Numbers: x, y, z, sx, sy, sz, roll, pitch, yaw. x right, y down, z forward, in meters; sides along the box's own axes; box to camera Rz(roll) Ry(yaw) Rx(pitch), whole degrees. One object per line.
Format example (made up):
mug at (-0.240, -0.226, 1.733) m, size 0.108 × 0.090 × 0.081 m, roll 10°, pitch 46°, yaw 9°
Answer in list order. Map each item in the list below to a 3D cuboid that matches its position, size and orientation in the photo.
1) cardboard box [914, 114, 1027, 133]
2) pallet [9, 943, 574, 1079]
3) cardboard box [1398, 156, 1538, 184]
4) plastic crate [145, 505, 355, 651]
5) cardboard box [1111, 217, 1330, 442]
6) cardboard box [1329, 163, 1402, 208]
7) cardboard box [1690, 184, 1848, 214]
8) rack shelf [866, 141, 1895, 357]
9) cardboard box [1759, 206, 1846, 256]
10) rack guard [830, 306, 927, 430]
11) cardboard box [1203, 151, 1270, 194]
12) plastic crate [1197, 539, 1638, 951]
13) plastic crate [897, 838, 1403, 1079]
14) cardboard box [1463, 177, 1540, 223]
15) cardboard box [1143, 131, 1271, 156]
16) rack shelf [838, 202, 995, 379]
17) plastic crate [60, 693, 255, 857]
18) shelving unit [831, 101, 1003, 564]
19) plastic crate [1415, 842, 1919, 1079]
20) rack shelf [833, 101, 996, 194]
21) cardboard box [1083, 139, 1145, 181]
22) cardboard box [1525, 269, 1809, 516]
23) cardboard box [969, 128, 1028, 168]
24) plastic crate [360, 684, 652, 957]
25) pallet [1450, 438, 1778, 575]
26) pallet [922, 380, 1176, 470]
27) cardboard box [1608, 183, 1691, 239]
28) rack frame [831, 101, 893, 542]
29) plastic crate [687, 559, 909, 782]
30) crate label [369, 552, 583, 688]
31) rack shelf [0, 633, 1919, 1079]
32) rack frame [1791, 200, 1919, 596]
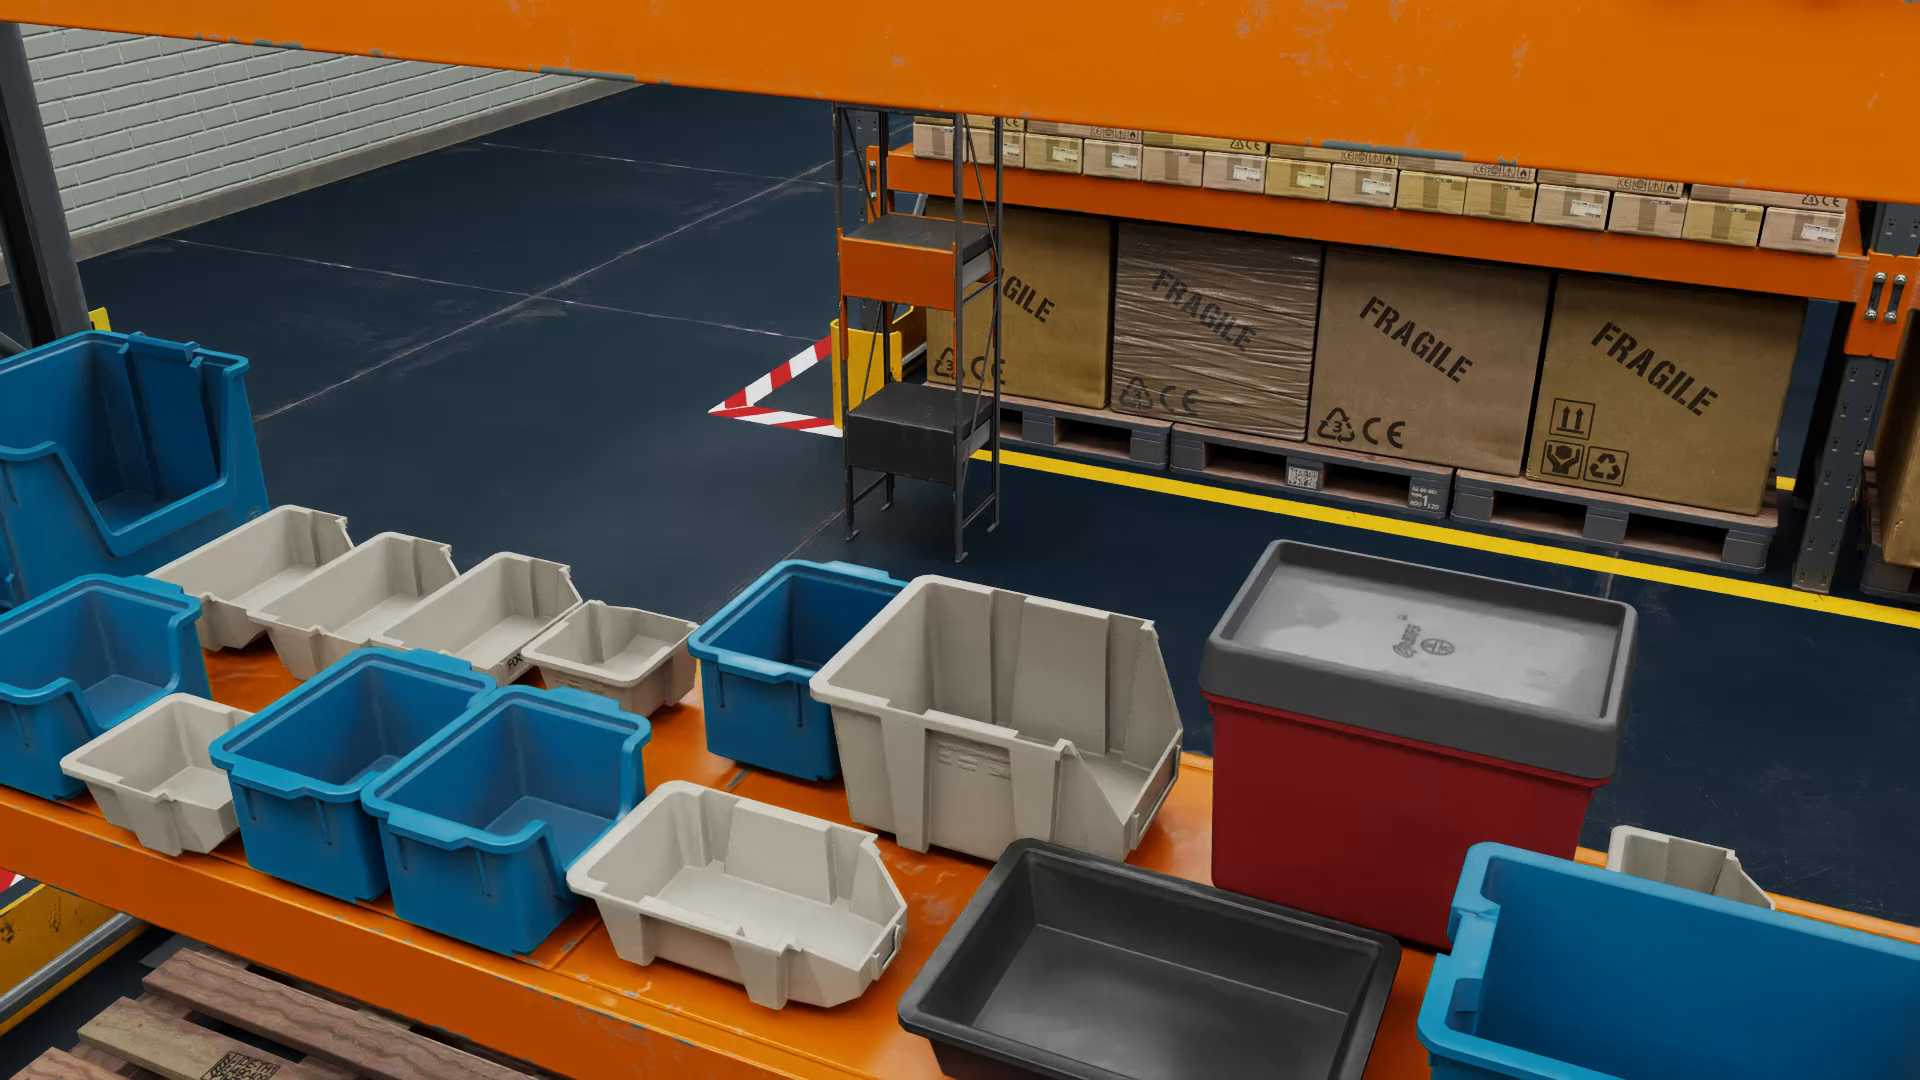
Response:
cardboard box at (0.129, -1.946, 7.139) m, size 0.500 × 0.250 × 0.500 m, roll 11°, pitch 28°, yaw 20°
pallet at (-1.512, 1.333, 3.803) m, size 1.213 × 0.211 × 1.003 m, roll 11°, pitch 28°, yaw 22°
cardboard box at (1.998, -1.573, 6.381) m, size 0.500 × 0.250 × 0.500 m, roll 12°, pitch 29°, yaw 23°
plastic crate at (-1.429, 0.084, 3.415) m, size 0.243 × 0.136 × 0.396 m, roll 11°, pitch 28°, yaw 22°
cardboard box at (1.248, -1.060, 7.436) m, size 0.875 × 0.875 × 0.875 m, roll 11°, pitch 28°, yaw 22°
cardboard box at (1.631, -1.437, 6.558) m, size 0.250 × 0.149 × 0.380 m, roll 12°, pitch 29°, yaw 23°
cardboard box at (2.935, -1.386, 6.002) m, size 0.500 × 0.250 × 0.500 m, roll 11°, pitch 28°, yaw 21°
rack shelf at (1.625, -1.387, 6.986) m, size 4.000 × 0.370 × 1.077 m, roll 11°, pitch 28°, yaw 22°
cardboard box at (3.032, -1.156, 5.986) m, size 0.250 × 0.149 × 0.380 m, roll 12°, pitch 28°, yaw 22°
rack guard at (-0.218, -0.959, 8.131) m, size 0.348 × 0.500 × 1.175 m, roll 11°, pitch 28°, yaw 22°
cardboard box at (1.162, -1.531, 6.749) m, size 0.250 × 0.149 × 0.380 m, roll 11°, pitch 28°, yaw 21°
plastic crate at (0.686, 0.327, 2.549) m, size 0.583 × 0.464 × 0.402 m, roll 11°, pitch 28°, yaw 22°
plastic crate at (0.265, 0.647, 2.283) m, size 0.590 × 0.125 × 0.437 m, roll 11°, pitch 28°, yaw 22°
cardboard box at (2.095, -1.344, 6.368) m, size 0.250 × 0.149 × 0.380 m, roll 12°, pitch 29°, yaw 23°
cardboard box at (1.061, -1.760, 6.762) m, size 0.500 × 0.250 × 0.500 m, roll 10°, pitch 28°, yaw 20°
rack shelf at (-0.151, -0.960, 6.354) m, size 0.480 × 0.518 × 0.431 m, roll 11°, pitch 28°, yaw 22°
plastic crate at (-1.283, 0.401, 2.771) m, size 0.298 × 0.136 × 0.250 m, roll 11°, pitch 28°, yaw 22°
shelving unit at (-0.151, -0.972, 6.348) m, size 0.503 × 2.100 × 0.431 m, roll 11°, pitch 28°, yaw 22°
plastic crate at (0.829, 0.679, 1.925) m, size 0.575 × 0.384 × 0.392 m, roll 11°, pitch 28°, yaw 22°
rack shelf at (-0.151, -1.588, 6.045) m, size 0.480 × 0.518 × 0.431 m, roll 11°, pitch 28°, yaw 22°
cardboard box at (0.696, -1.625, 6.939) m, size 0.250 × 0.149 × 0.380 m, roll 11°, pitch 28°, yaw 21°
cardboard box at (2.877, -0.732, 6.772) m, size 0.875 × 0.875 × 0.875 m, roll 11°, pitch 28°, yaw 22°
cardboard box at (0.225, -1.719, 7.130) m, size 0.250 × 0.149 × 0.380 m, roll 11°, pitch 28°, yaw 21°
plastic crate at (-0.686, 0.437, 2.588) m, size 0.300 × 0.233 × 0.416 m, roll 11°, pitch 28°, yaw 22°
pallet at (2.785, -0.264, 7.047) m, size 1.213 × 0.211 × 1.003 m, roll 11°, pitch 28°, yaw 22°
pallet at (0.564, -0.710, 7.953) m, size 1.213 × 0.211 × 1.003 m, roll 11°, pitch 28°, yaw 22°
cardboard box at (2.564, -1.250, 6.177) m, size 0.250 × 0.149 × 0.380 m, roll 11°, pitch 28°, yaw 21°
rack frame at (-0.373, -1.017, 6.438) m, size 0.015 × 2.100 × 0.400 m, roll 11°, pitch 28°, yaw 22°
plastic crate at (-0.271, 0.236, 2.995) m, size 0.300 × 0.233 × 0.416 m, roll 11°, pitch 28°, yaw 22°
crate label at (-0.908, 0.183, 3.212) m, size 0.243 × 0.136 × 0.396 m, roll 11°, pitch 28°, yaw 22°
rack shelf at (-0.426, 0.604, 2.941) m, size 4.000 × 0.370 × 1.077 m, roll 11°, pitch 28°, yaw 22°
rack frame at (3.445, -1.344, 6.085) m, size 0.127 × 3.000 × 1.000 m, roll 11°, pitch 28°, yaw 22°
